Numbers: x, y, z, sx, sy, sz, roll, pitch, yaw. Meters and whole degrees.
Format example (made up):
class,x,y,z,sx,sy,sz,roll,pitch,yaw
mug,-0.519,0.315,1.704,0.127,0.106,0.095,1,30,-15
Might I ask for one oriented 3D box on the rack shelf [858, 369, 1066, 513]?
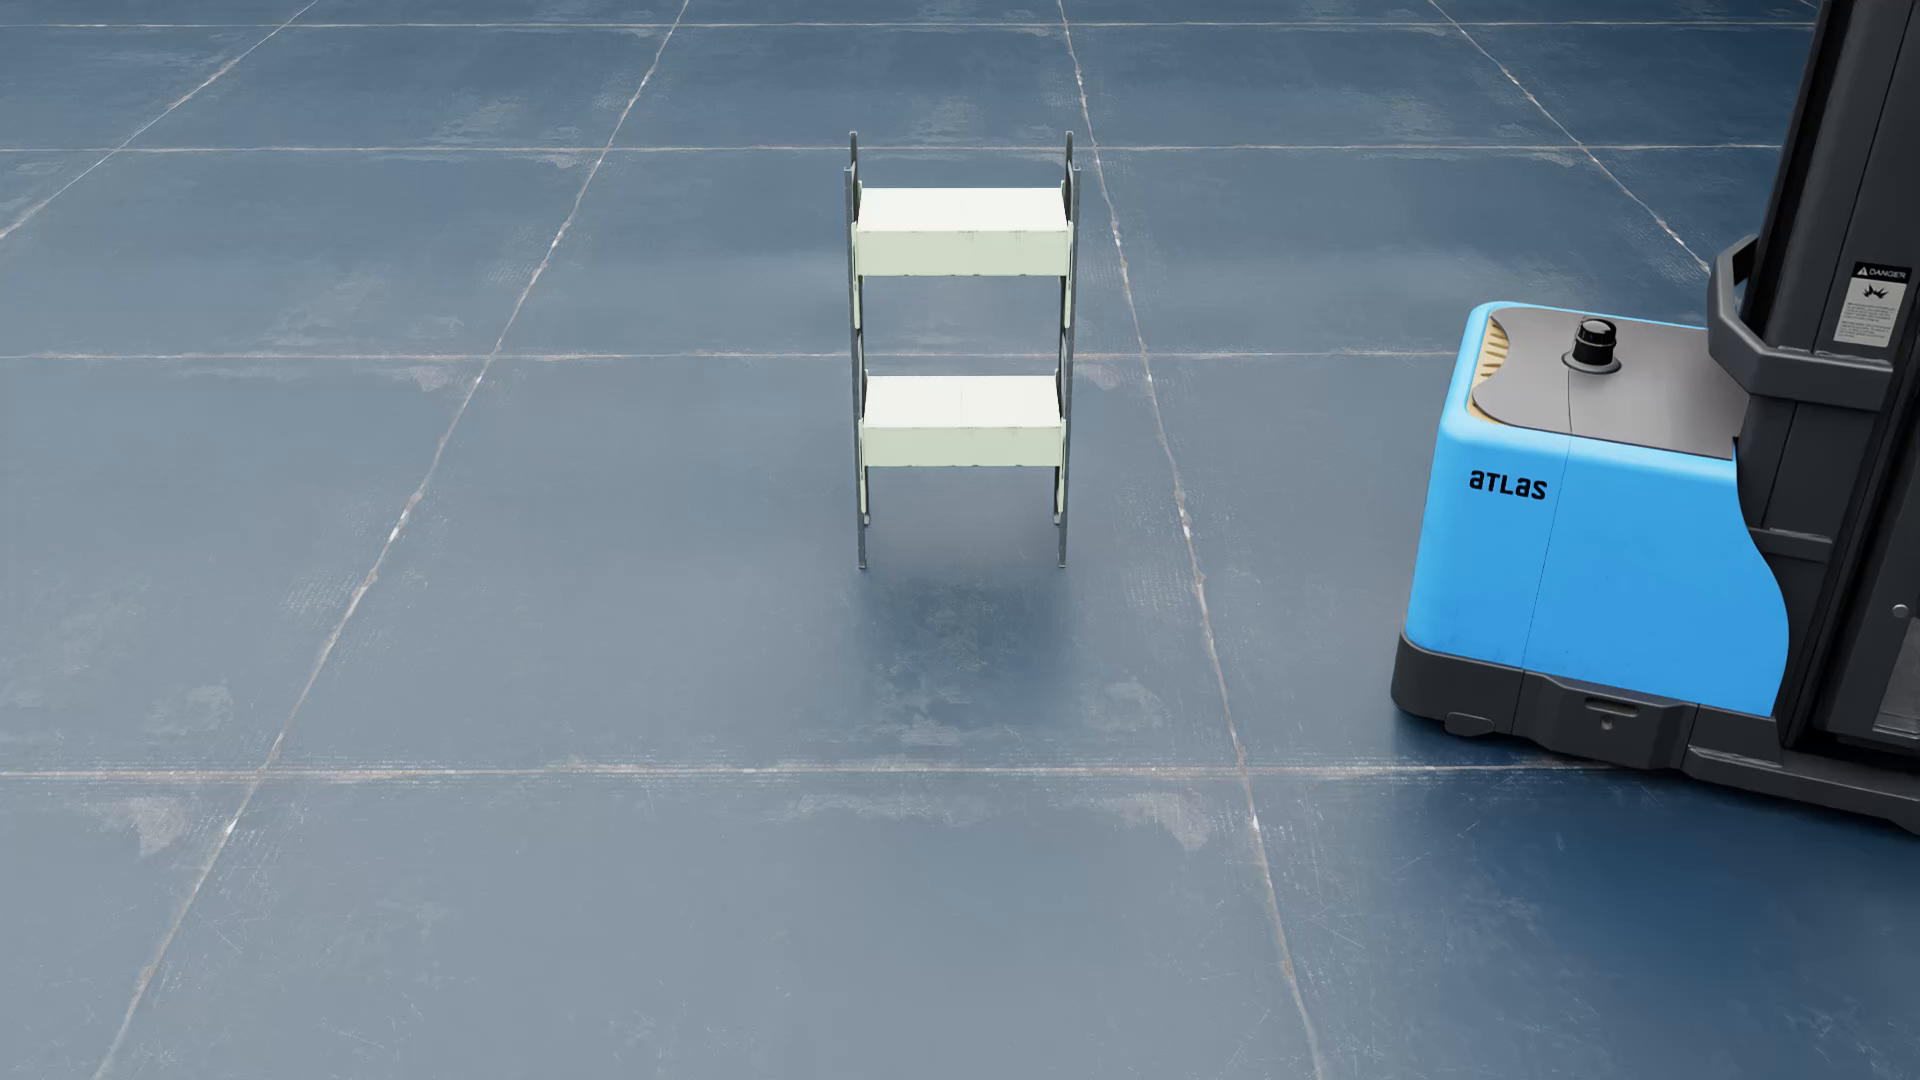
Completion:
class,x,y,z,sx,sy,sz,roll,pitch,yaw
rack shelf,0.007,-0.363,6.030,0.720,0.370,0.431,0,31,0

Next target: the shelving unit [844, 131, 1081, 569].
class,x,y,z,sx,sy,sz,roll,pitch,yaw
shelving unit,0.007,-0.641,5.861,0.755,1.500,0.431,0,31,0

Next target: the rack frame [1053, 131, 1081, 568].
class,x,y,z,sx,sy,sz,roll,pitch,yaw
rack frame,0.373,-0.642,5.863,0.023,1.500,0.400,0,31,0

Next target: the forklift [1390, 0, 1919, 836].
class,x,y,z,sx,sy,sz,roll,pitch,yaw
forklift,2.944,-0.640,4.479,3.031,2.935,1.130,11,33,17

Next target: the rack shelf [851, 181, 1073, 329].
class,x,y,z,sx,sy,sz,roll,pitch,yaw
rack shelf,0.007,-0.975,5.659,0.720,0.370,0.431,0,31,0

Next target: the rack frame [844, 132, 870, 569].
class,x,y,z,sx,sy,sz,roll,pitch,yaw
rack frame,-0.359,-0.640,5.859,0.023,1.500,0.400,0,31,0
